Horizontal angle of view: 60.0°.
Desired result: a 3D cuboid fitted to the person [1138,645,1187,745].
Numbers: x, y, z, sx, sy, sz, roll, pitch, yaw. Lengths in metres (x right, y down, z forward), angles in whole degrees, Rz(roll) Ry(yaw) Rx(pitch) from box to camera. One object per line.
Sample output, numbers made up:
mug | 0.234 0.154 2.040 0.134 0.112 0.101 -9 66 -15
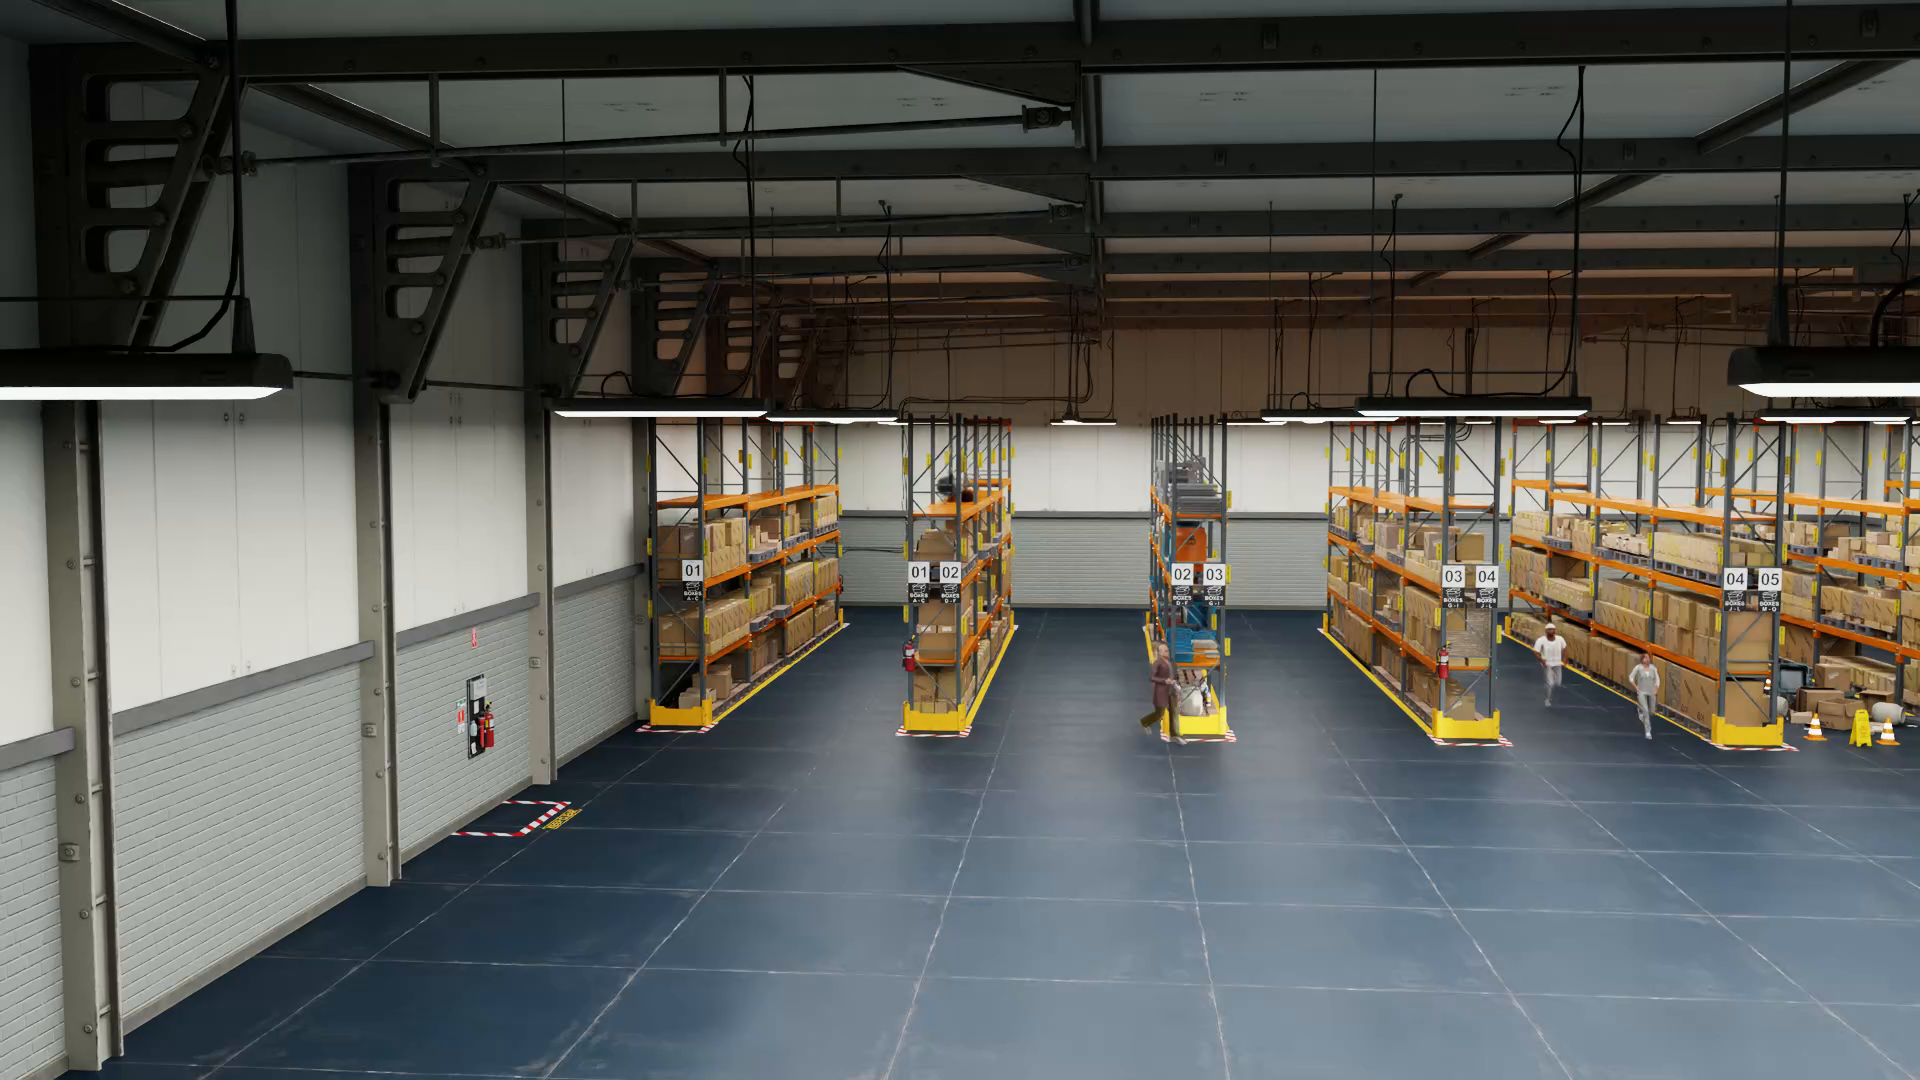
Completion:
person | 3.694 2.794 30.262 0.710 1.790 1.042 -4 5 -44

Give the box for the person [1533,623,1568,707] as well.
person | 12.170 2.564 34.249 0.725 1.727 0.654 0 4 1

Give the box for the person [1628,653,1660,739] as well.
person | 12.774 2.878 31.033 0.531 1.570 0.818 0 4 2
